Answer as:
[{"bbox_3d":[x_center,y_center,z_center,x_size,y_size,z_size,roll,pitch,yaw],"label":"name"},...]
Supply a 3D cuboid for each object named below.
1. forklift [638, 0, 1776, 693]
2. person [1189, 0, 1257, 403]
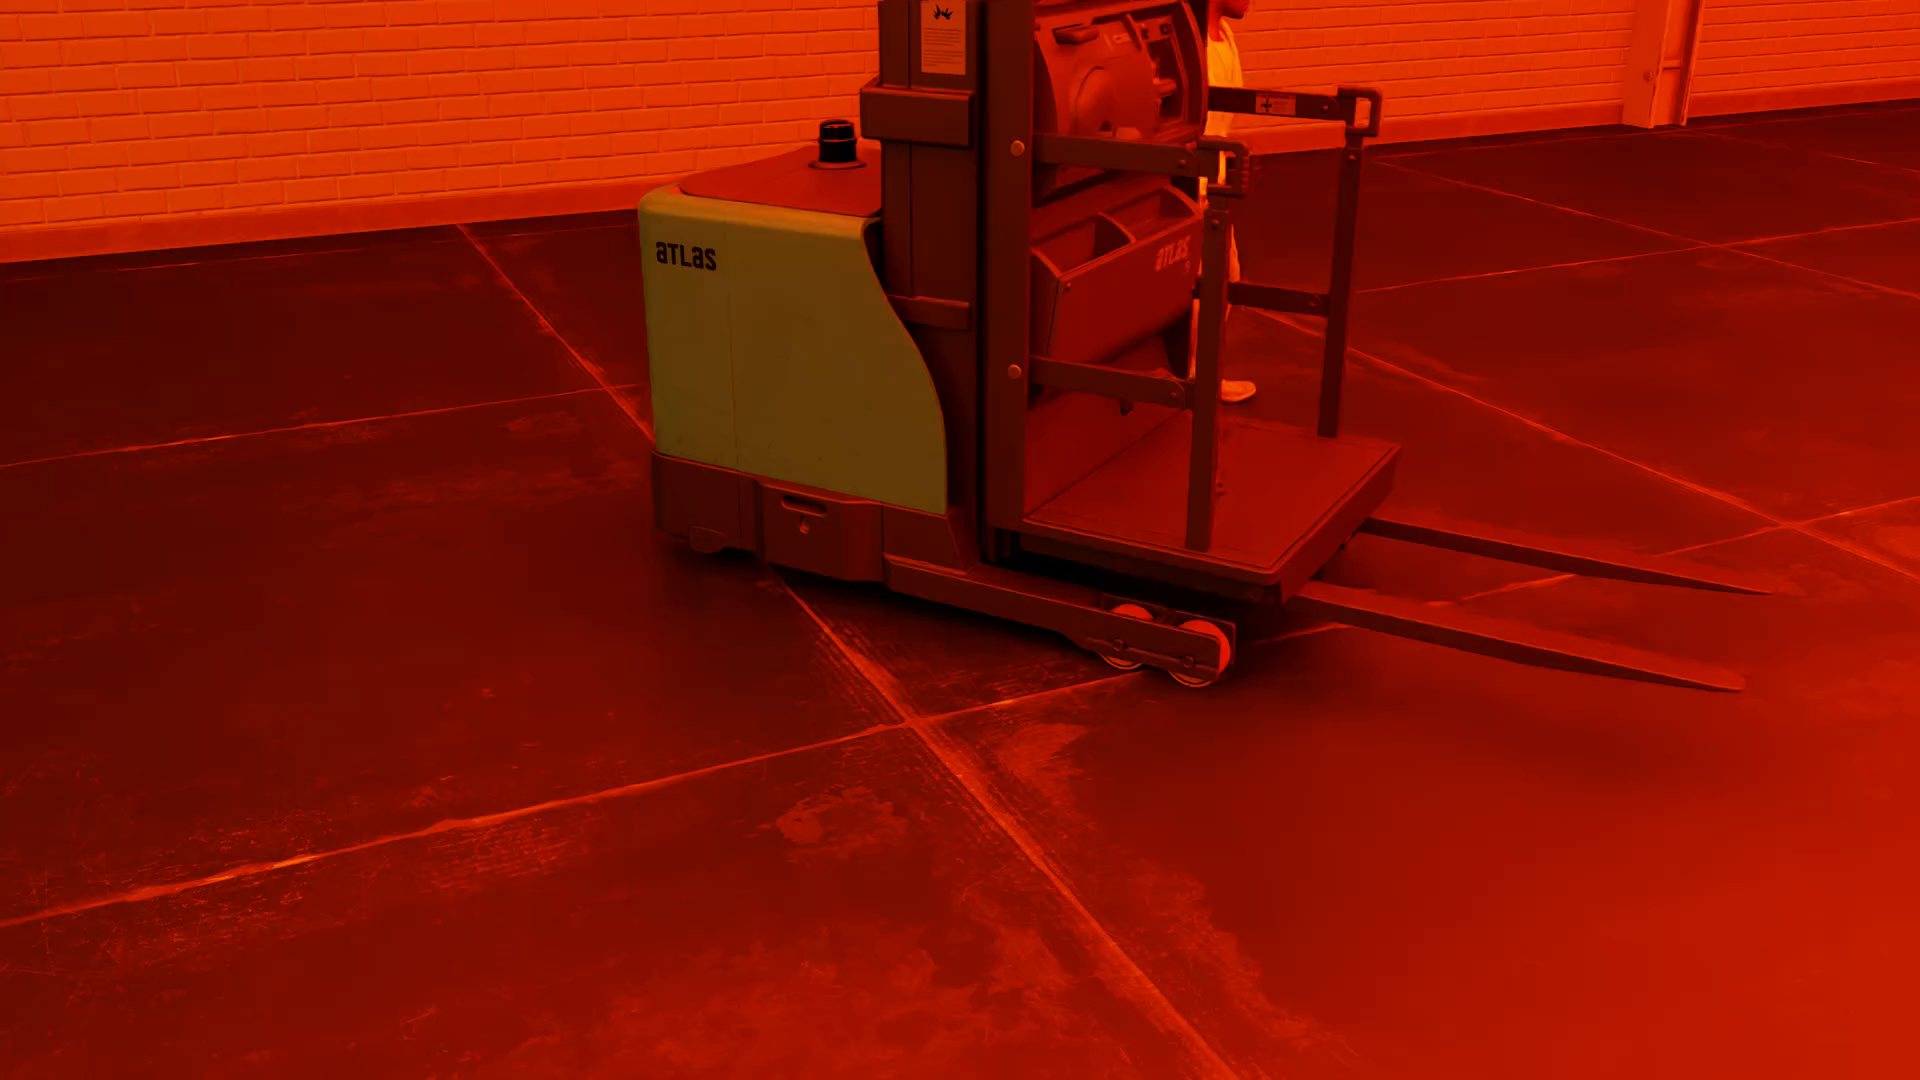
[{"bbox_3d":[0.609,-1.213,4.207,3.031,2.935,1.130,13,26,28],"label":"forklift"},{"bbox_3d":[0.818,-1.233,5.816,0.444,1.732,0.866,11,25,25],"label":"person"}]
